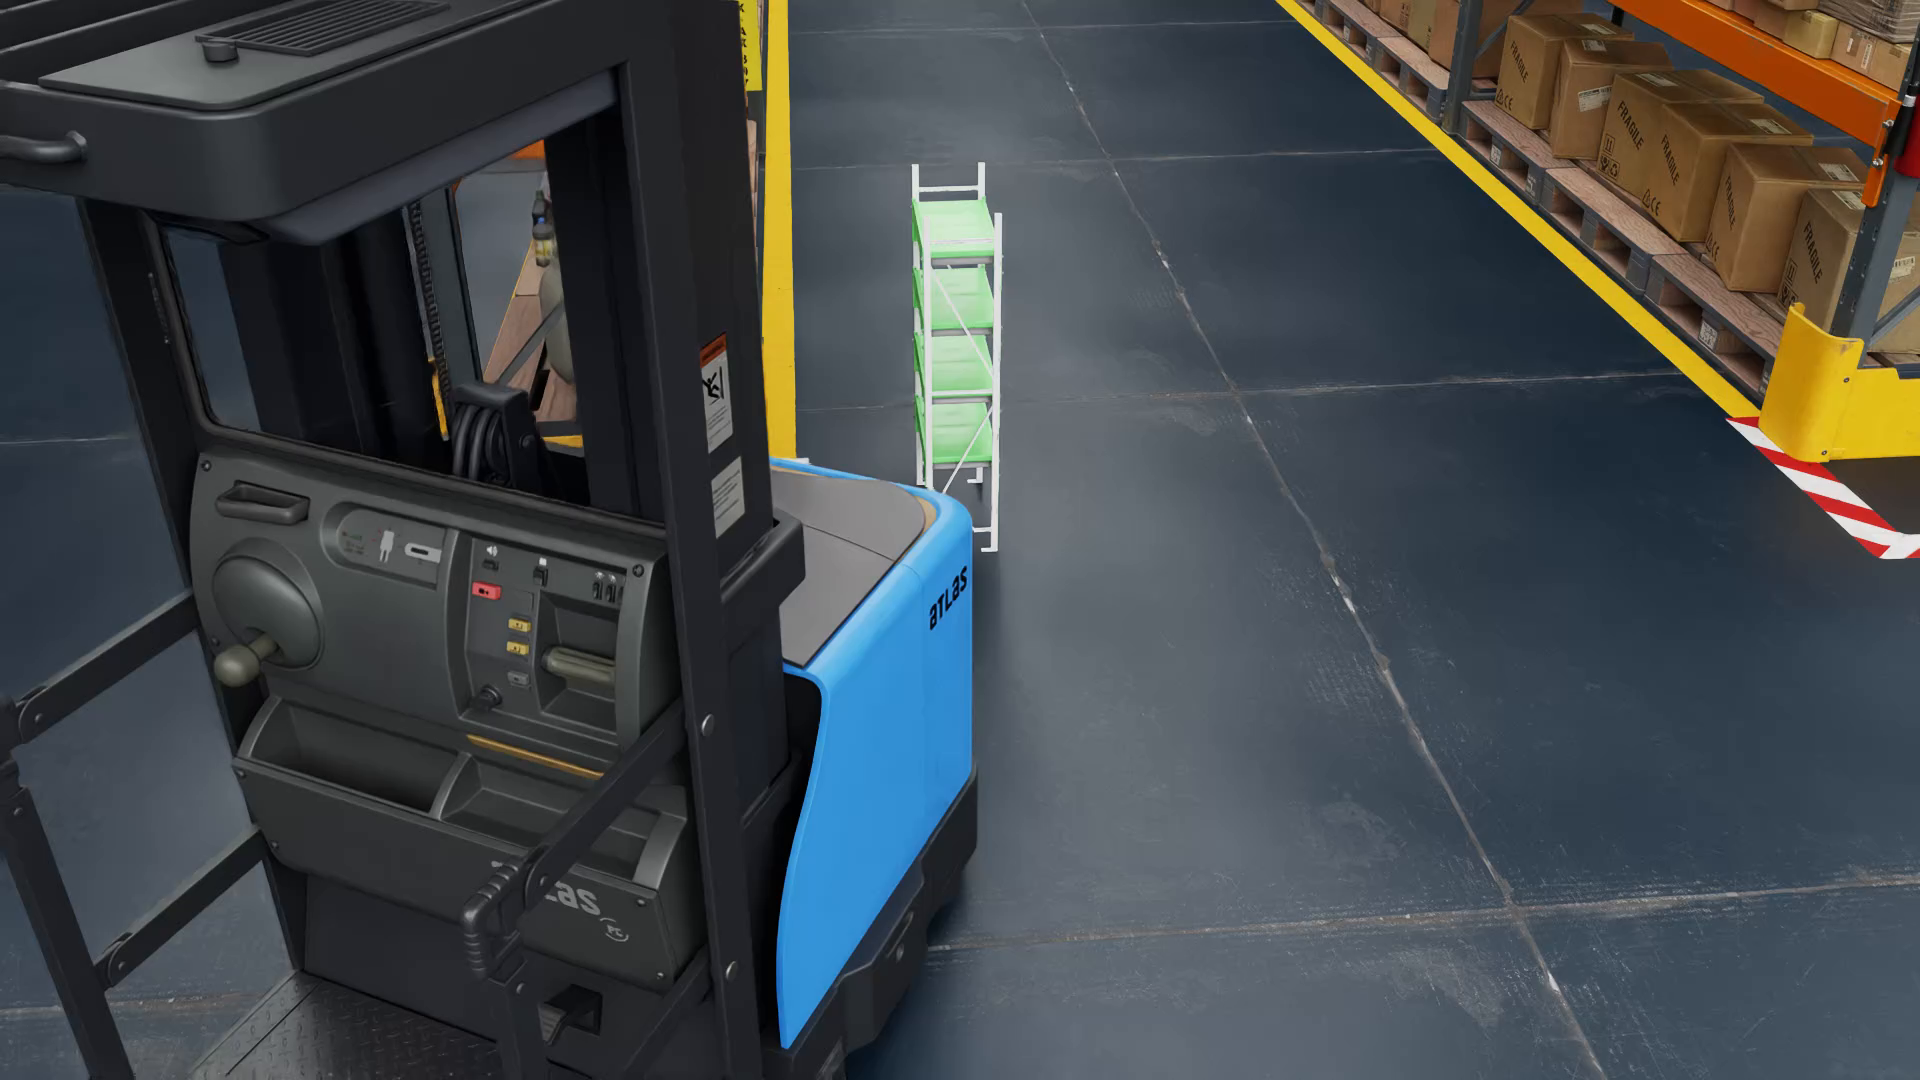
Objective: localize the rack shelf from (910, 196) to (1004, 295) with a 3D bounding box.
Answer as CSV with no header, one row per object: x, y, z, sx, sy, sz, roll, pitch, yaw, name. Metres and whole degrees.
-0.015,-0.957,5.370,0.258,0.148,0.480,-3,31,-5,rack shelf

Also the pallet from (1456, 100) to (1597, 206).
3.433,-2.157,9.155,1.003,0.211,1.213,-3,31,-5,pallet

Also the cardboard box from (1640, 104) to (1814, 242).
3.537,-1.704,7.706,0.500,0.500,0.500,0,31,0,cardboard box

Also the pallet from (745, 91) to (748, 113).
-1.708,-2.660,9.997,1.003,0.211,1.213,-3,31,-5,pallet

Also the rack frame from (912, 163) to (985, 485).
-0.038,-0.724,5.792,0.240,1.200,0.015,-3,31,-5,rack frame

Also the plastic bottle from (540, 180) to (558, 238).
-1.827,-1.482,7.533,0.152,0.276,0.135,-3,31,-4,plastic bottle

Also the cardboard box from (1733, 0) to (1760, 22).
3.389,-2.192,6.739,0.380,0.149,0.250,-3,31,-5,cardboard box

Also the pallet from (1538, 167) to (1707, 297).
3.550,-1.533,8.110,1.003,0.211,1.213,-3,31,-5,pallet

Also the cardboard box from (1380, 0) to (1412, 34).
3.221,-3.656,10.954,0.700,0.500,0.500,-5,31,-9,cardboard box

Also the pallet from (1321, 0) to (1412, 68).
3.144,-3.520,11.437,1.003,0.211,1.213,-3,31,-5,pallet

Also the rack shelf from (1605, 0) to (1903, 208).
3.522,-2.365,7.486,1.077,0.370,4.000,-3,31,-5,rack shelf

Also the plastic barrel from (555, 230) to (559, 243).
-1.407,-1.116,6.710,0.421,0.512,0.421,0,31,0,plastic barrel

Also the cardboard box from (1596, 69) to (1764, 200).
3.530,-1.991,8.186,0.500,0.500,0.500,-5,31,-9,cardboard box

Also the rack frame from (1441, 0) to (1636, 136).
3.335,-3.695,9.011,1.000,3.000,0.127,-3,31,-5,rack frame

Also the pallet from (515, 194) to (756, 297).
-1.458,-1.292,7.707,1.003,0.211,1.213,-3,31,-5,pallet

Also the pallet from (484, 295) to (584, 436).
-1.347,-0.670,6.666,1.003,0.211,1.213,-3,31,-5,pallet

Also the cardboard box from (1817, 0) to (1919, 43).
3.685,-2.106,5.963,0.875,0.500,0.500,-3,31,-5,cardboard box

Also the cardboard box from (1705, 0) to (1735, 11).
3.343,-2.318,6.951,0.380,0.149,0.250,-3,31,-5,cardboard box

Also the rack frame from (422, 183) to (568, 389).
-1.223,-1.416,5.195,1.000,3.000,0.127,-3,31,-5,rack frame

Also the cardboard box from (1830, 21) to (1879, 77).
3.454,-1.809,6.098,0.380,0.149,0.250,-3,31,-5,cardboard box

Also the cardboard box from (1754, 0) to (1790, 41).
3.371,-2.062,6.522,0.380,0.149,0.250,-3,31,-5,cardboard box

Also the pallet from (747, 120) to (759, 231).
-1.575,-1.916,8.752,1.003,0.211,1.213,-3,31,-5,pallet

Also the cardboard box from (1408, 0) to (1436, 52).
3.273,-3.370,10.475,0.700,0.500,0.500,-3,31,-5,cardboard box

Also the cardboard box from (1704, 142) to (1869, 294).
3.577,-1.383,7.169,0.500,0.500,0.500,5,31,8,cardboard box

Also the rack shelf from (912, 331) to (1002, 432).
-0.015,-0.545,5.617,0.258,0.148,0.480,-3,31,-5,rack shelf

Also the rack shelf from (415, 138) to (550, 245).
-1.409,-2.128,7.089,1.077,0.370,4.000,-3,31,-5,rack shelf

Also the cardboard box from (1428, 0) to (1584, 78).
3.299,-3.126,10.066,0.700,0.500,0.500,-5,31,-8,cardboard box

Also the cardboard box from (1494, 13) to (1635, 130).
3.332,-2.596,9.200,0.500,0.500,0.500,-4,31,-6,cardboard box

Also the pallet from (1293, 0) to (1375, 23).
3.033,-4.141,12.477,1.003,0.211,1.213,-3,31,-5,pallet

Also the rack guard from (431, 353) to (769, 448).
-1.277,-0.379,5.897,1.175,0.500,0.348,-3,31,-5,rack guard

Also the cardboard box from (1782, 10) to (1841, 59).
3.379,-1.934,6.307,0.380,0.149,0.250,-3,31,-5,cardboard box

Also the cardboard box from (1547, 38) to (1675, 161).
3.394,-2.304,8.711,0.500,0.500,0.500,7,32,11,cardboard box

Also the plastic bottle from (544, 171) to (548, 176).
-1.859,-1.669,7.774,0.144,0.351,0.185,-2,31,-3,plastic bottle

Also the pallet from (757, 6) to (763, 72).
-1.825,-3.284,11.043,1.003,0.211,1.213,-3,31,-5,pallet

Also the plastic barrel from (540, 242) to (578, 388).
-1.360,-0.860,6.282,0.421,0.512,0.421,0,31,0,plastic barrel

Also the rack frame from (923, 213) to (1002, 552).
0.007,-0.475,5.375,0.240,1.200,0.015,-3,31,-5,rack frame

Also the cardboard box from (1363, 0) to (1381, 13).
3.168,-3.940,11.430,0.700,0.500,0.500,0,31,0,cardboard box

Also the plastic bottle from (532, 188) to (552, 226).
-1.860,-1.414,7.412,0.061,0.283,0.133,-2,31,-3,plastic bottle

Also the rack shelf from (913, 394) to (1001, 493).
-0.015,-0.339,5.740,0.258,0.148,0.480,-3,31,-5,rack shelf

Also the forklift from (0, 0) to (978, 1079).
-1.000,0.162,2.621,1.130,2.935,3.031,12,33,20,forklift

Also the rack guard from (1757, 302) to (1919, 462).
3.702,-0.619,6.298,1.175,0.500,0.348,-3,31,-5,rack guard

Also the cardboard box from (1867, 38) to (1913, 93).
3.477,-1.681,5.884,0.380,0.149,0.250,-3,31,-5,cardboard box

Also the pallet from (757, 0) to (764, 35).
-1.936,-3.906,12.083,1.003,0.211,1.213,-3,31,-5,pallet

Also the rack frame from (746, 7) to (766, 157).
-1.596,-3.458,8.614,1.000,3.000,0.127,-3,31,-5,rack frame

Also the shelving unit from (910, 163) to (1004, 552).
-0.015,-0.600,5.584,0.258,1.200,0.503,-3,31,-5,shelving unit

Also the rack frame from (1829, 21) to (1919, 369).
3.709,-1.653,5.592,1.000,3.000,0.127,-3,31,-5,rack frame

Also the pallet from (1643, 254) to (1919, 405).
3.661,-0.911,7.070,1.003,0.211,1.213,-3,31,-5,pallet

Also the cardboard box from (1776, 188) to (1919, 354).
3.667,-1.080,6.661,0.500,0.500,0.500,3,31,5,cardboard box

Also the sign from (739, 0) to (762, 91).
-0.674,-1.559,5.165,0.100,0.325,0.005,-3,31,-5,sign

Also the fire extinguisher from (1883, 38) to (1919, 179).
3.261,-1.539,5.477,0.296,0.674,0.183,-3,31,-5,fire extinguisher

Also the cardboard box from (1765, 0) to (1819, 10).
3.518,-2.355,6.381,0.875,0.500,0.500,-3,31,-5,cardboard box

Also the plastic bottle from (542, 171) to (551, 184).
-1.840,-1.553,7.652,0.152,0.276,0.135,-4,31,-6,plastic bottle

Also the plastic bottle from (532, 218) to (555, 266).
-1.831,-1.320,7.335,0.097,0.201,0.097,0,31,0,plastic bottle

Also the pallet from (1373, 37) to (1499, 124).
3.261,-2.896,10.392,1.003,0.211,1.213,-3,31,-5,pallet

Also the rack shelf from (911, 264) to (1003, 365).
-0.015,-0.751,5.494,0.258,0.148,0.480,-3,31,-5,rack shelf
